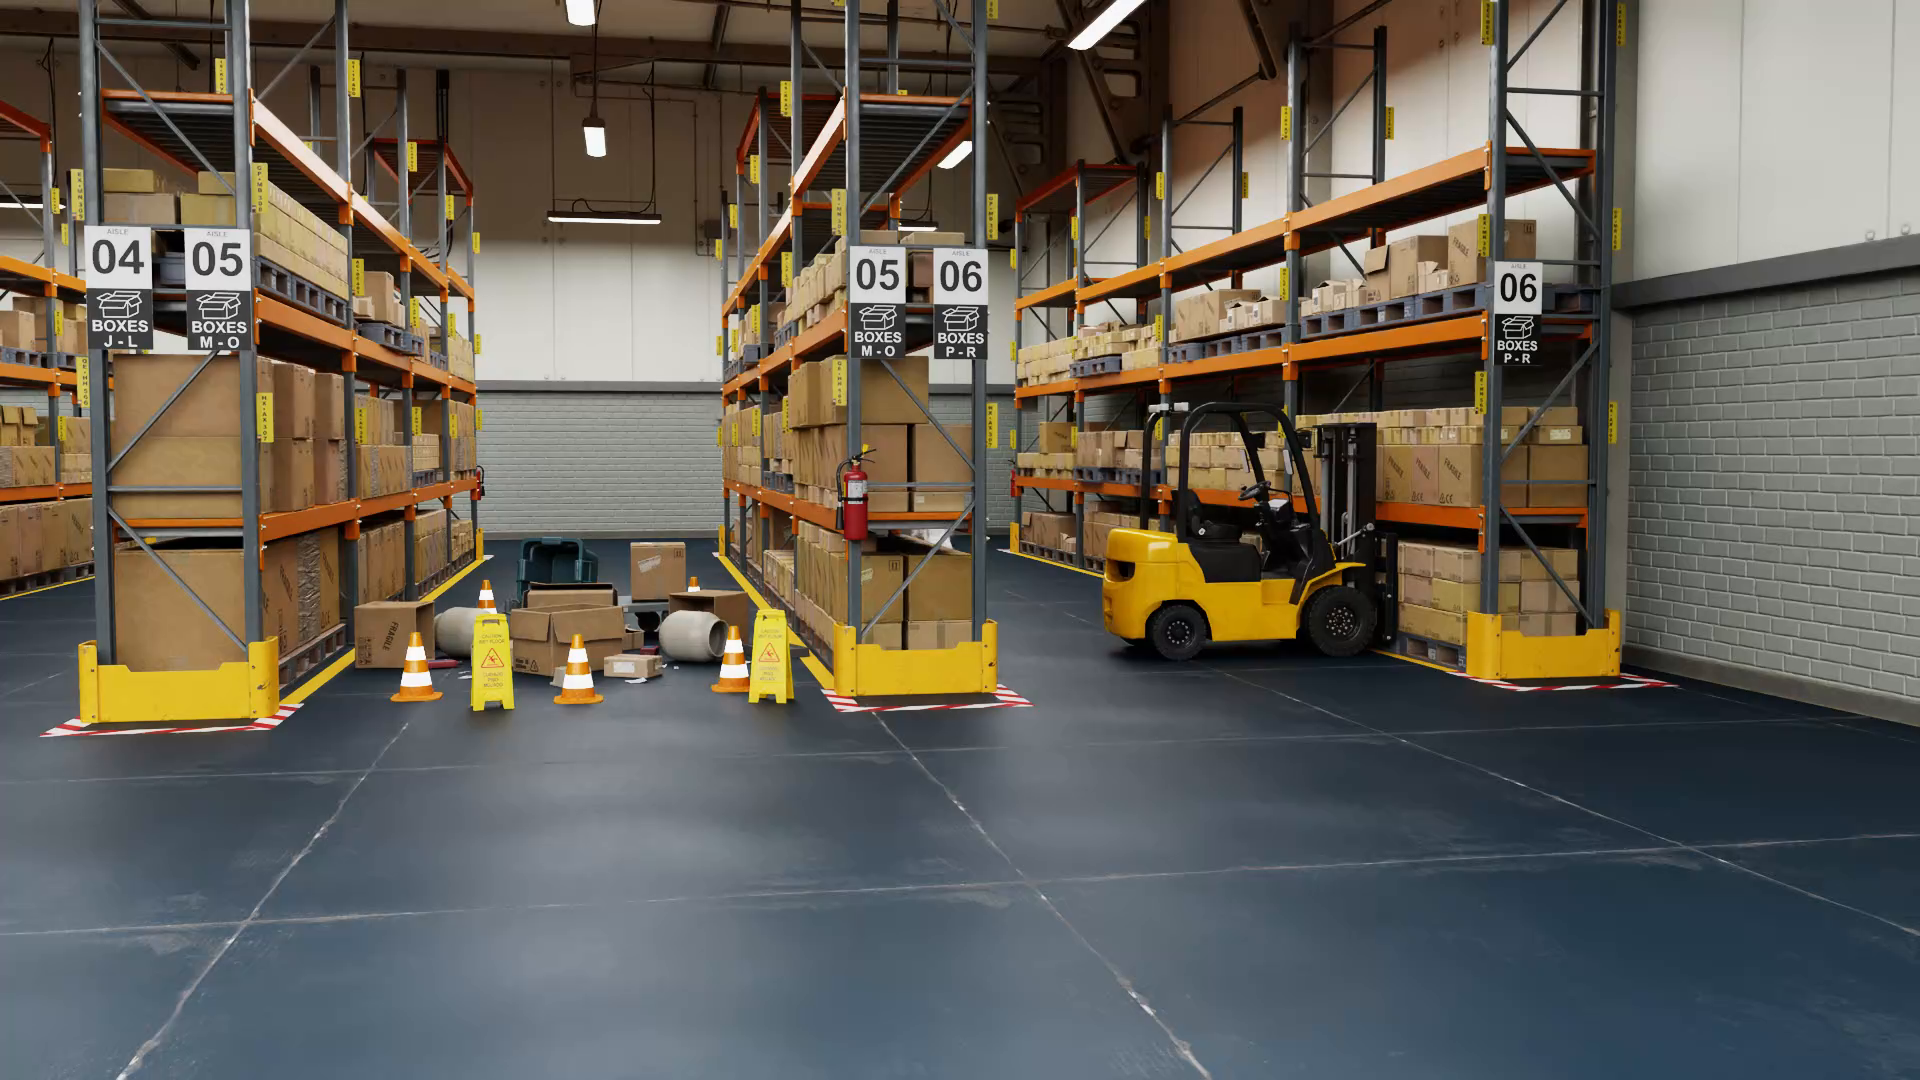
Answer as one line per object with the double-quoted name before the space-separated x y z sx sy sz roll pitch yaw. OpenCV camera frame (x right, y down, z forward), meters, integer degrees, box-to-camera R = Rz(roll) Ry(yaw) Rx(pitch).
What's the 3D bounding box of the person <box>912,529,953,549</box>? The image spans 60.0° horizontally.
"person" -0.331 0.205 19.742 0.482 0.978 0.832 -1 3 -12
